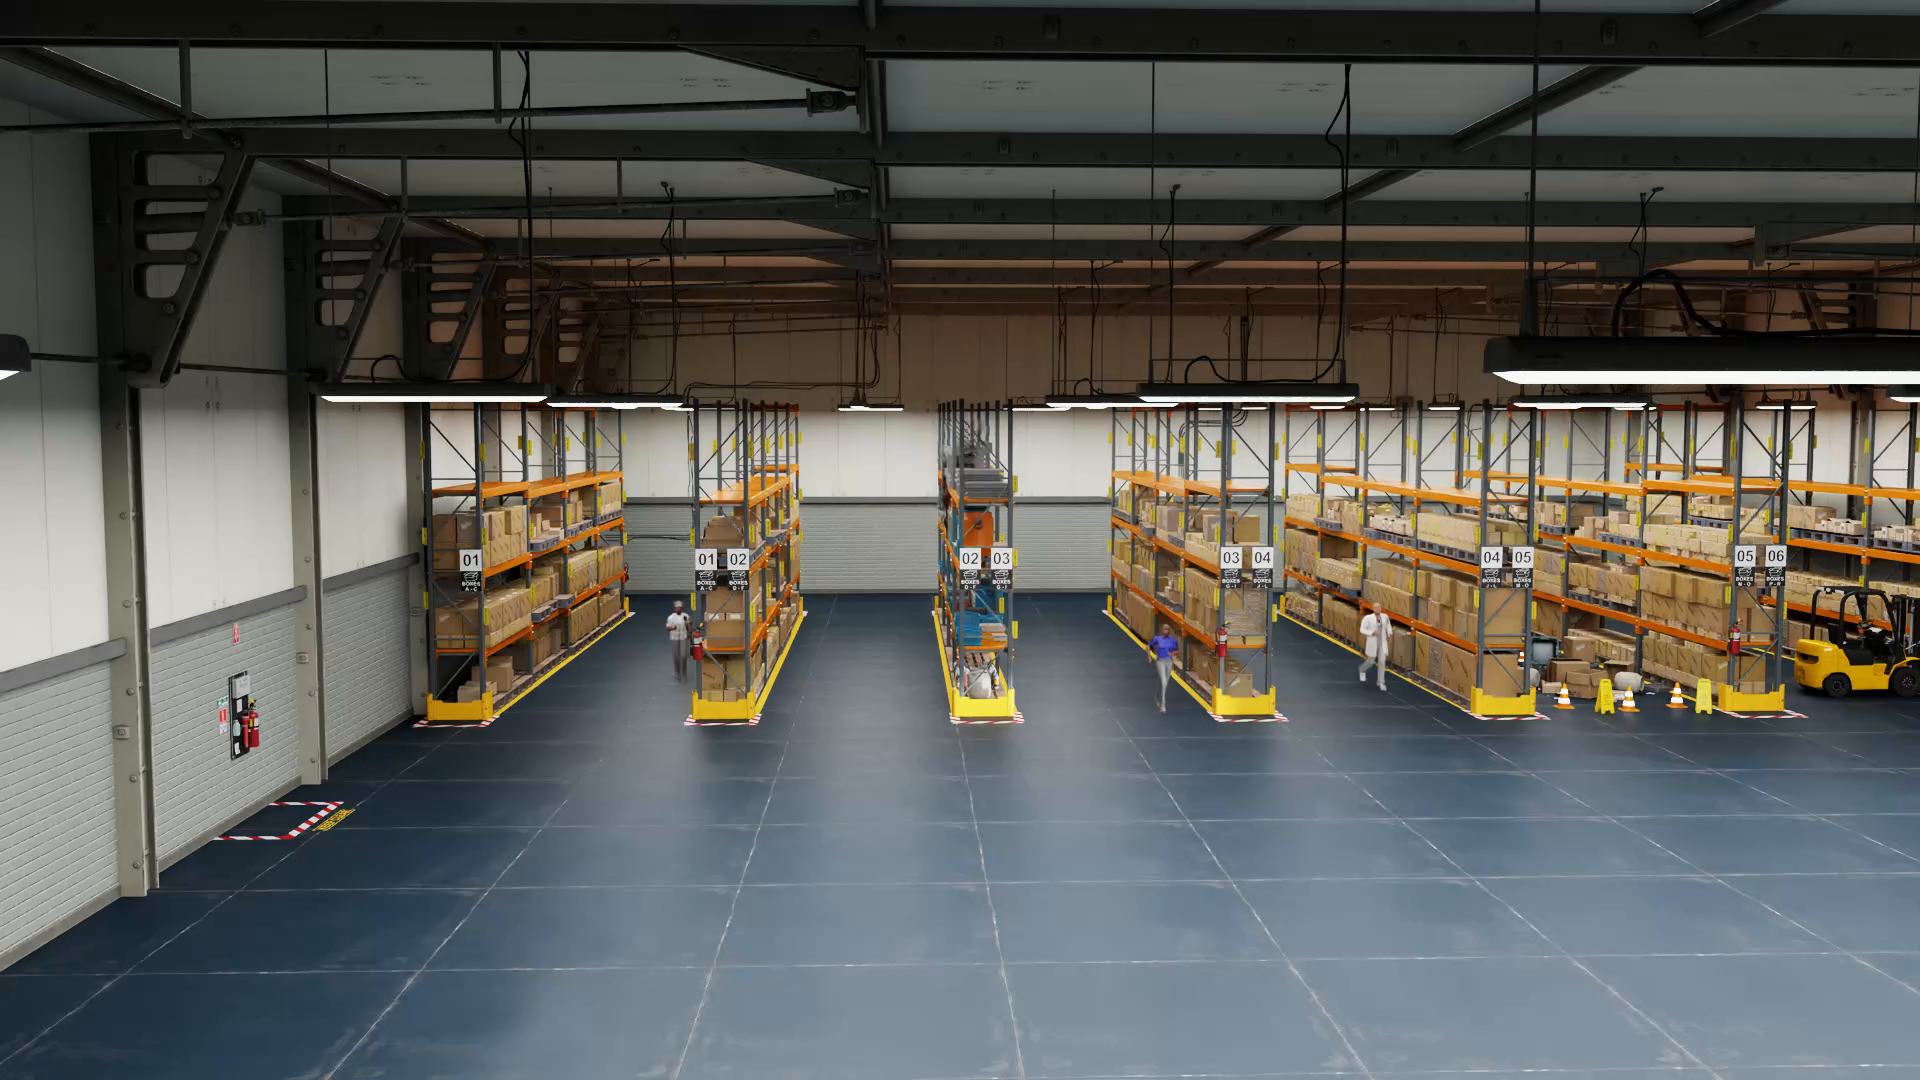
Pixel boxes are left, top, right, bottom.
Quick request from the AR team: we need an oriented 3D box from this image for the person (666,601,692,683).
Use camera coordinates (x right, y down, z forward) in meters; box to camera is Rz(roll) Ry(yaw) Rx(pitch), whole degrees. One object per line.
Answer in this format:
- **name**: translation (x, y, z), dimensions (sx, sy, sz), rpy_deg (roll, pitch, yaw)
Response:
- **person**: translation (-6.017, 2.168, 35.637), dimensions (0.564, 1.752, 0.753), rpy_deg (-1, 4, -9)

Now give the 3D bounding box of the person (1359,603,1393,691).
- **person**: translation (8.702, 2.193, 34.821), dimensions (0.718, 1.794, 1.048), rpy_deg (0, 4, -5)

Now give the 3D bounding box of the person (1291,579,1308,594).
- **person**: translation (10.022, 1.156, 48.647), dimensions (0.824, 1.849, 0.642), rpy_deg (-1, 4, -7)

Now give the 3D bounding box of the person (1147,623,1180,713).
- **person**: translation (3.939, 2.462, 32.173), dimensions (0.593, 1.711, 0.760), rpy_deg (-1, 5, -16)
